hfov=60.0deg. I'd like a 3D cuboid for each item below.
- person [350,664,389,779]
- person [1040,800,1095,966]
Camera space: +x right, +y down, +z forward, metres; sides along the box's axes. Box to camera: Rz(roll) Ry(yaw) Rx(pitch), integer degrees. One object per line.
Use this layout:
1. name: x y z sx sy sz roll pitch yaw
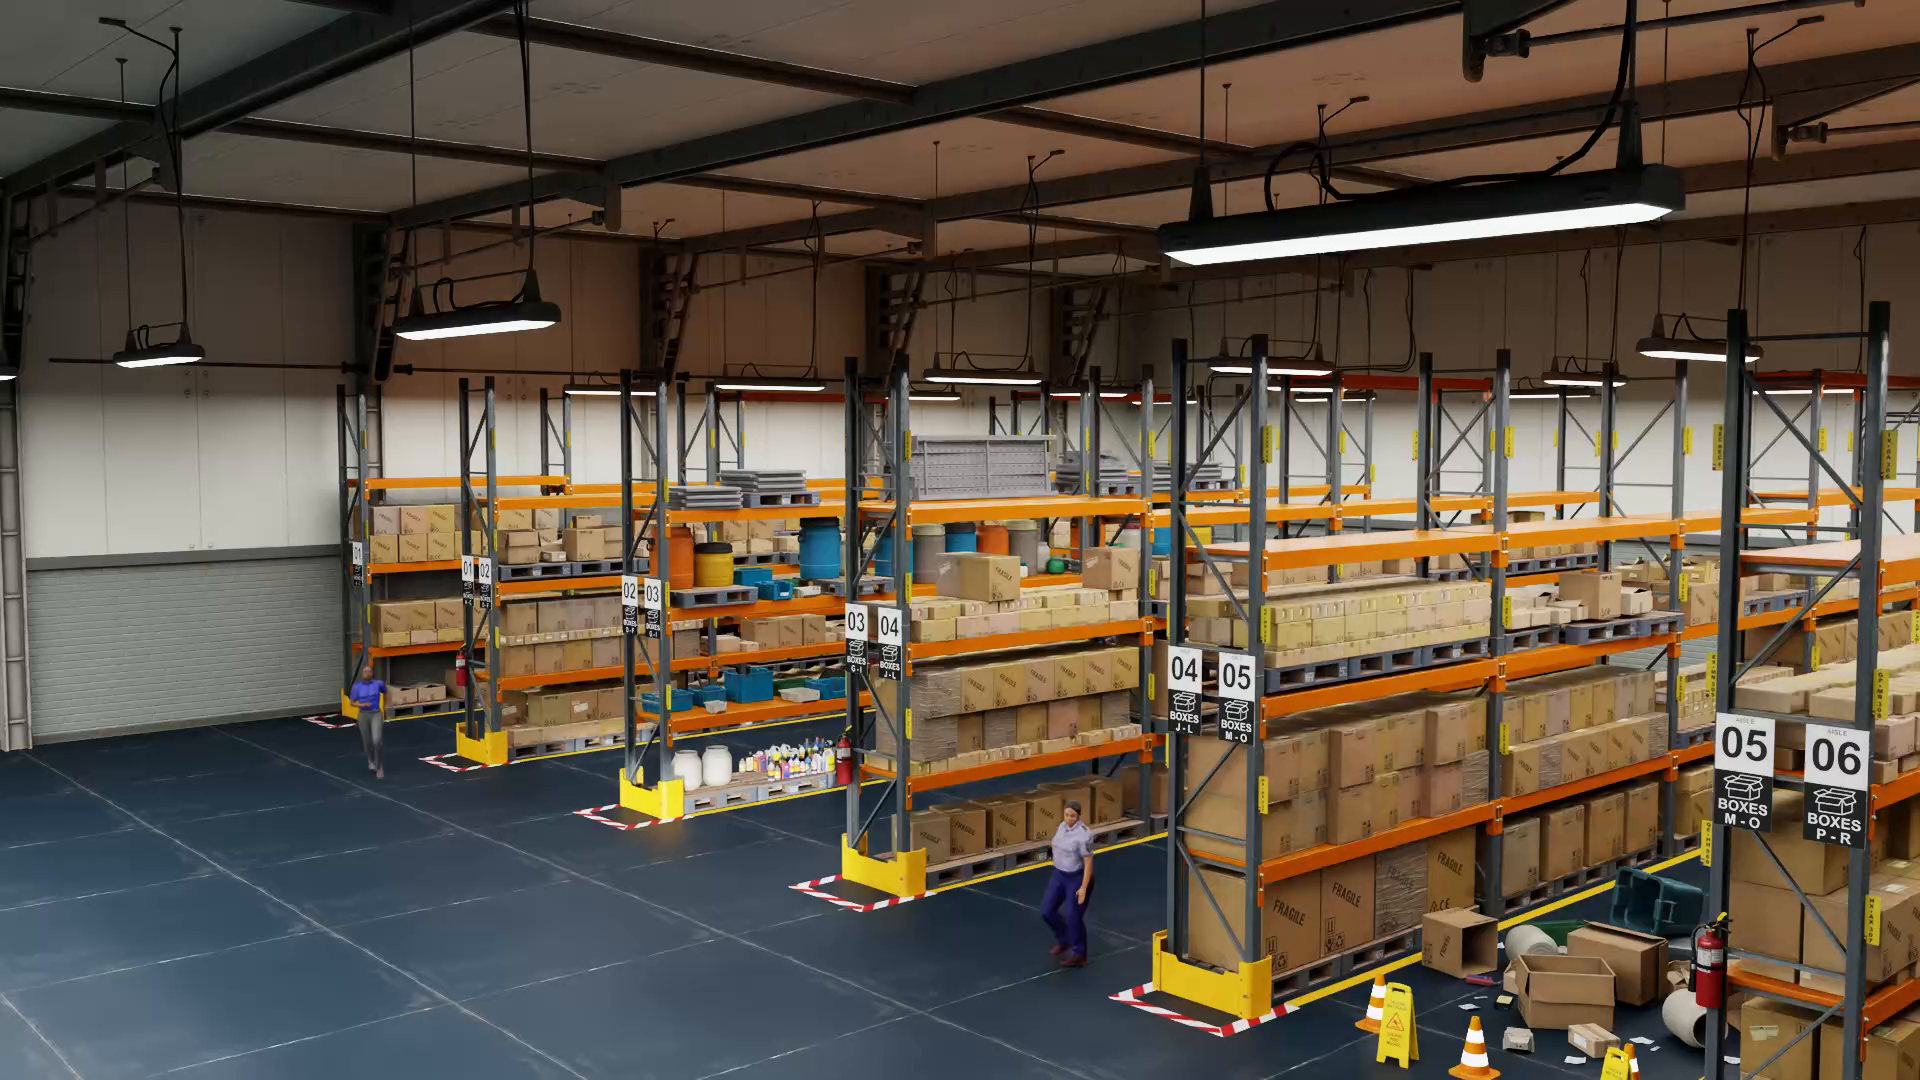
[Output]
1. person: -8.840 2.713 24.899 0.515 1.721 0.733 -1 4 -11
2. person: 1.050 3.279 15.991 0.410 1.630 0.615 -3 5 -40
